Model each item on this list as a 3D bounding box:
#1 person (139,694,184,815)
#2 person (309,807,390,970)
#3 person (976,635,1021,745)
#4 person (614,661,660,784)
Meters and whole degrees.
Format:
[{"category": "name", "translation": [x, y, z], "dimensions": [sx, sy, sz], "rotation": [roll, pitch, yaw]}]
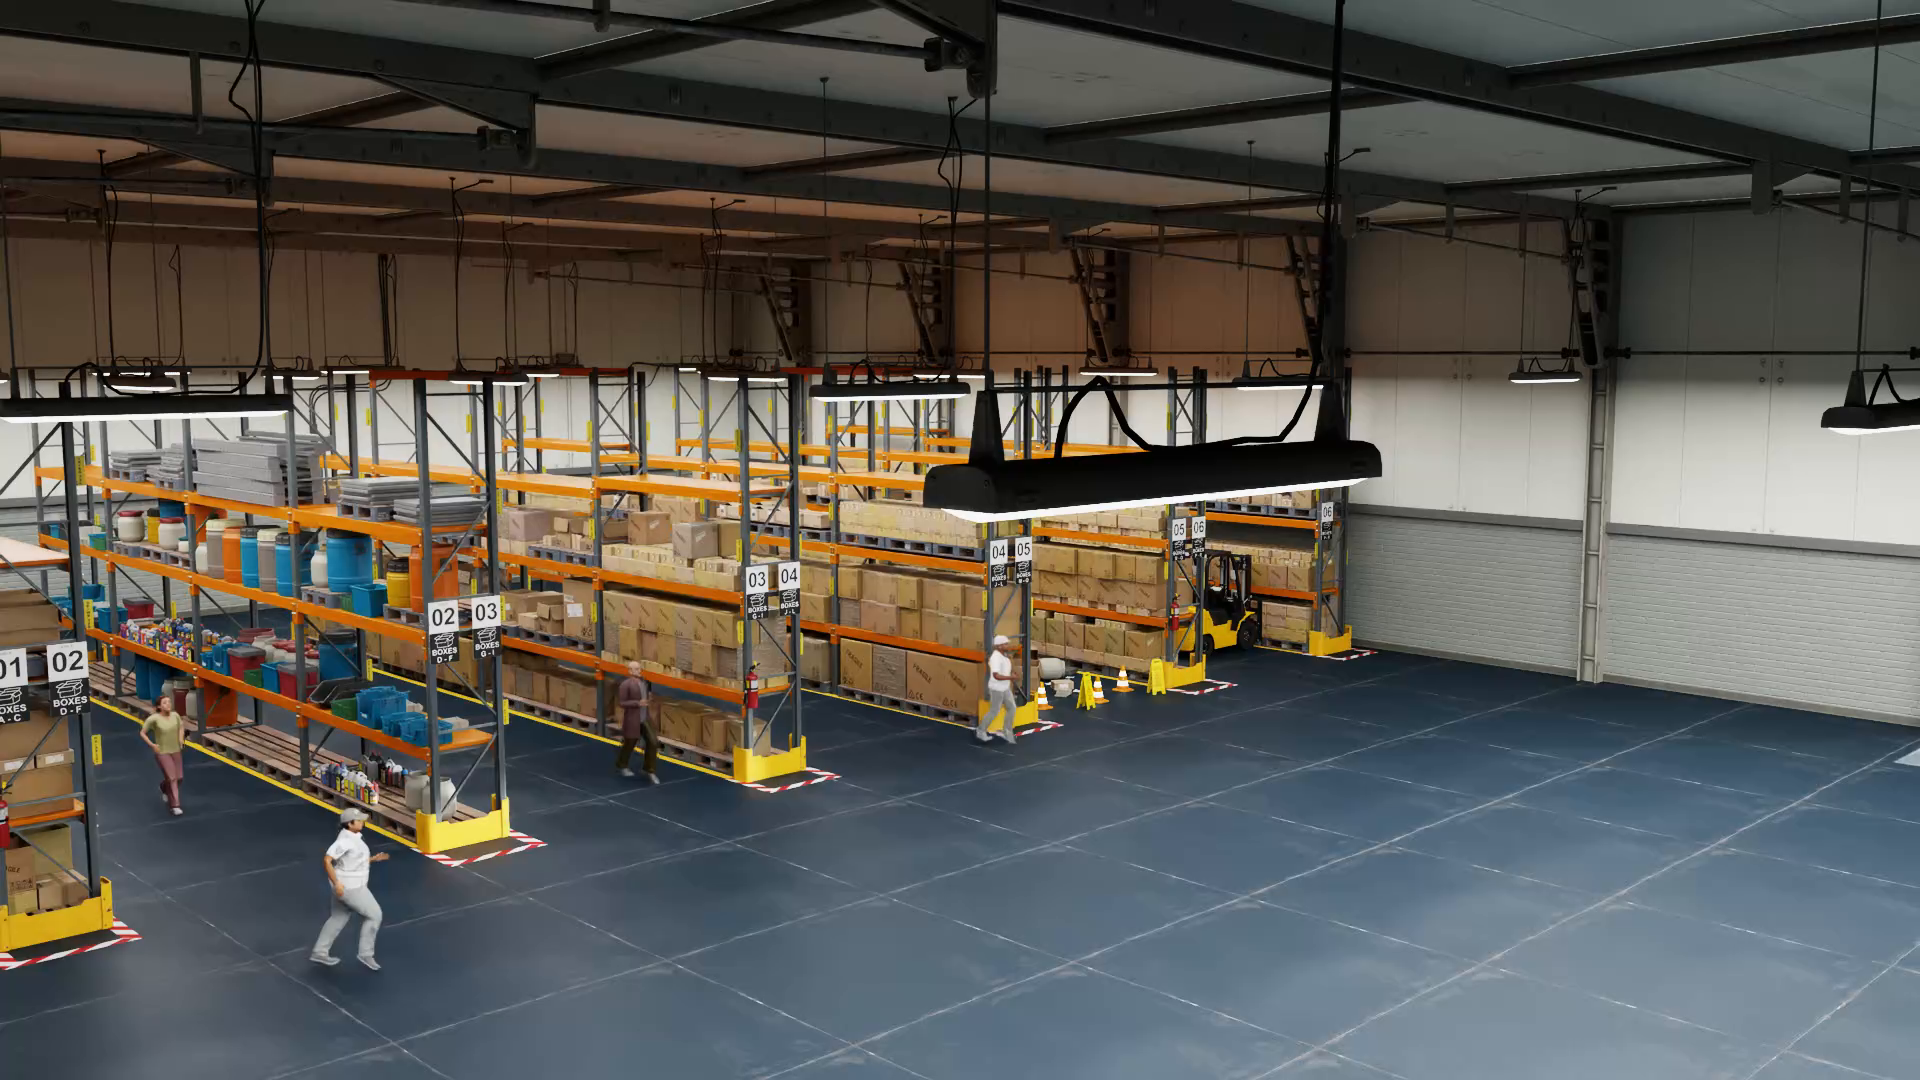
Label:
[{"category": "person", "translation": [-10.966, 2.935, 22.924], "dimensions": [0.688, 1.651, 0.588], "rotation": [5, 8, 37]}, {"category": "person", "translation": [-6.261, 3.599, 17.048], "dimensions": [0.821, 1.717, 0.570], "rotation": [-3, 7, -25]}, {"category": "person", "translation": [0.641, 2.442, 26.860], "dimensions": [0.757, 1.848, 0.724], "rotation": [2, 7, 18]}, {"category": "person", "translation": [-4.789, 2.692, 24.516], "dimensions": [0.867, 1.851, 0.687], "rotation": [5, 8, 37]}]
